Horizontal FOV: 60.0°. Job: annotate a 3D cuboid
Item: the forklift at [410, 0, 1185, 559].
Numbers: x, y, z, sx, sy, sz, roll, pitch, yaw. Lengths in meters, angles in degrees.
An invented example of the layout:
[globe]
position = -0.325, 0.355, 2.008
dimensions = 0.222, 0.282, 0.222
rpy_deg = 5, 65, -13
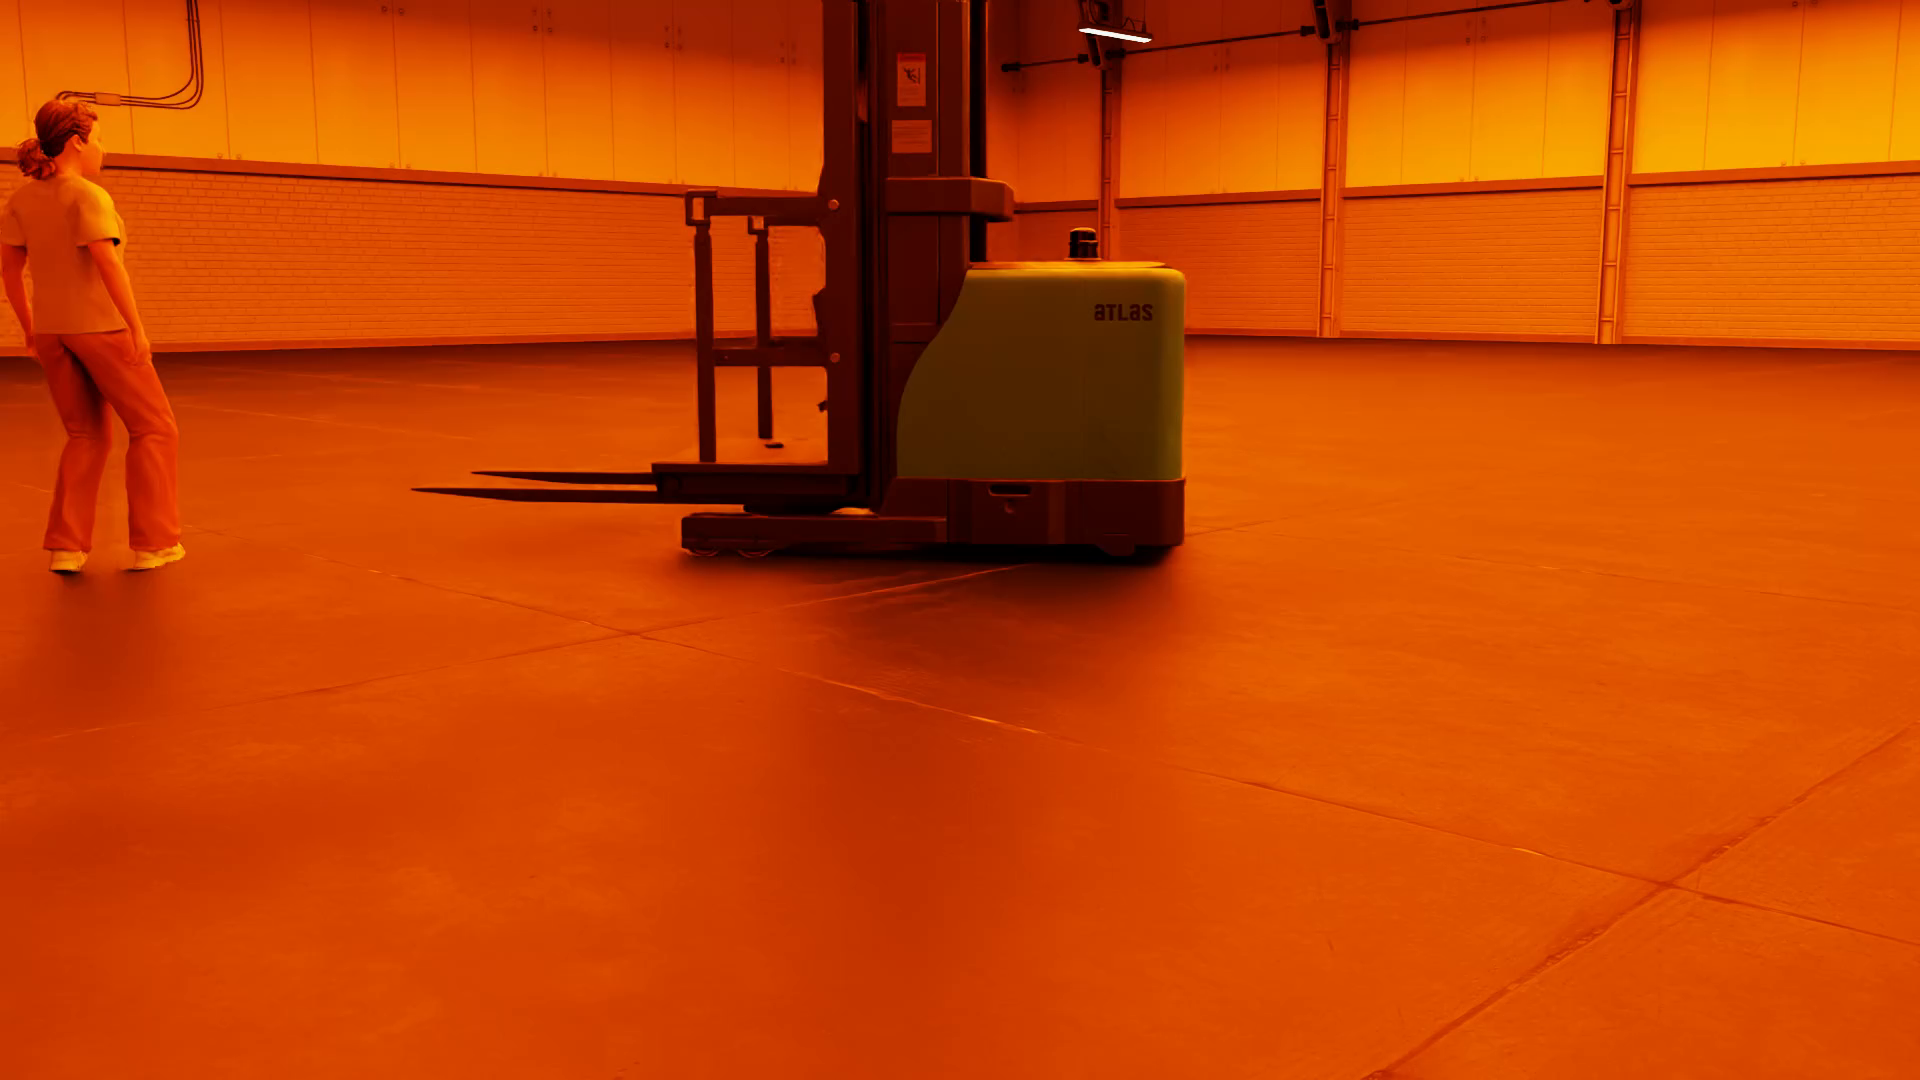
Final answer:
[forklift]
position = -0.633, -1.456, 6.546
dimensions = 3.031, 2.935, 1.130
rpy_deg = 1, 9, 6

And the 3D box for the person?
[person]
position = -3.091, -0.722, 5.974
dimensions = 0.615, 1.659, 0.477
rpy_deg = 3, 9, 20
